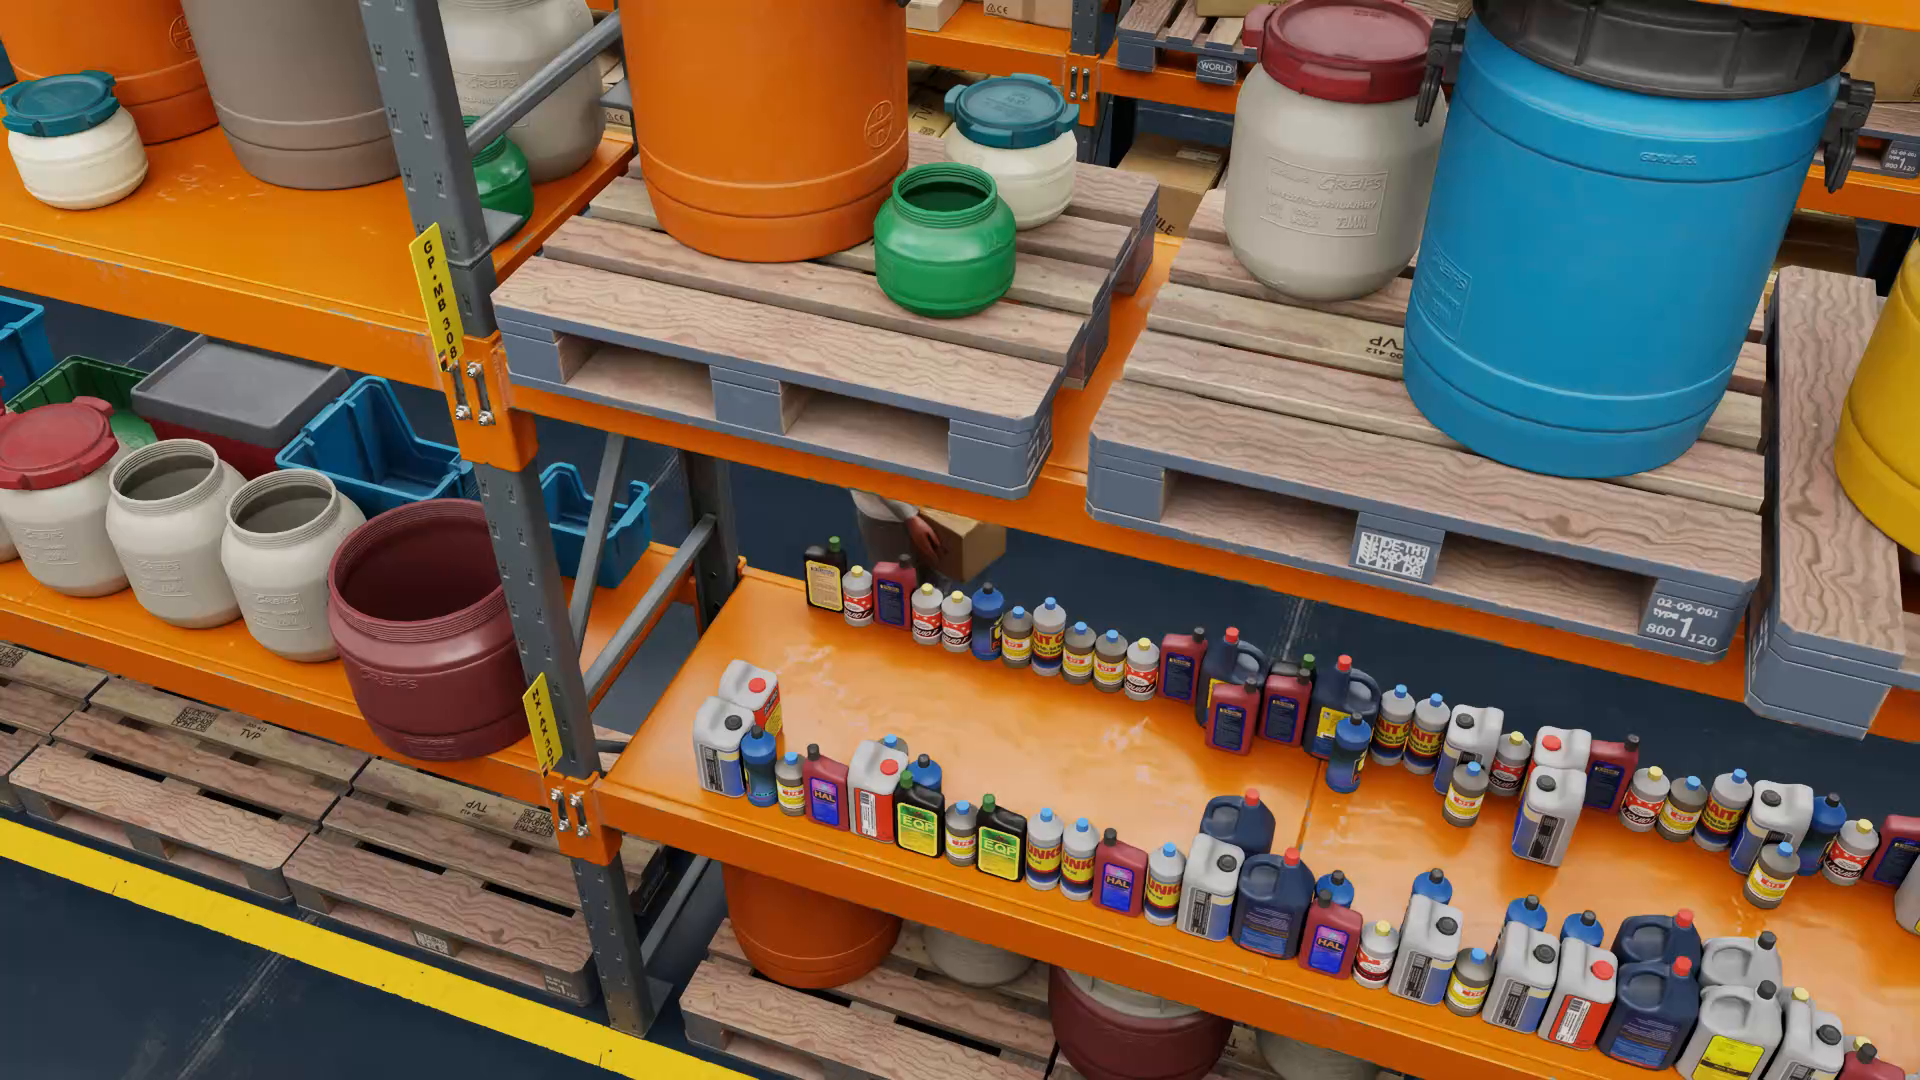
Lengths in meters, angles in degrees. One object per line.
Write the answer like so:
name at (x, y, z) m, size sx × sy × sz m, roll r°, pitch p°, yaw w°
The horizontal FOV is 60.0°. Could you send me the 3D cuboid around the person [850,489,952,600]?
person at (-0.164, -0.158, 6.316) m, size 0.494 × 1.776 × 0.545 m, roll 29°, pitch 49°, yaw 29°
